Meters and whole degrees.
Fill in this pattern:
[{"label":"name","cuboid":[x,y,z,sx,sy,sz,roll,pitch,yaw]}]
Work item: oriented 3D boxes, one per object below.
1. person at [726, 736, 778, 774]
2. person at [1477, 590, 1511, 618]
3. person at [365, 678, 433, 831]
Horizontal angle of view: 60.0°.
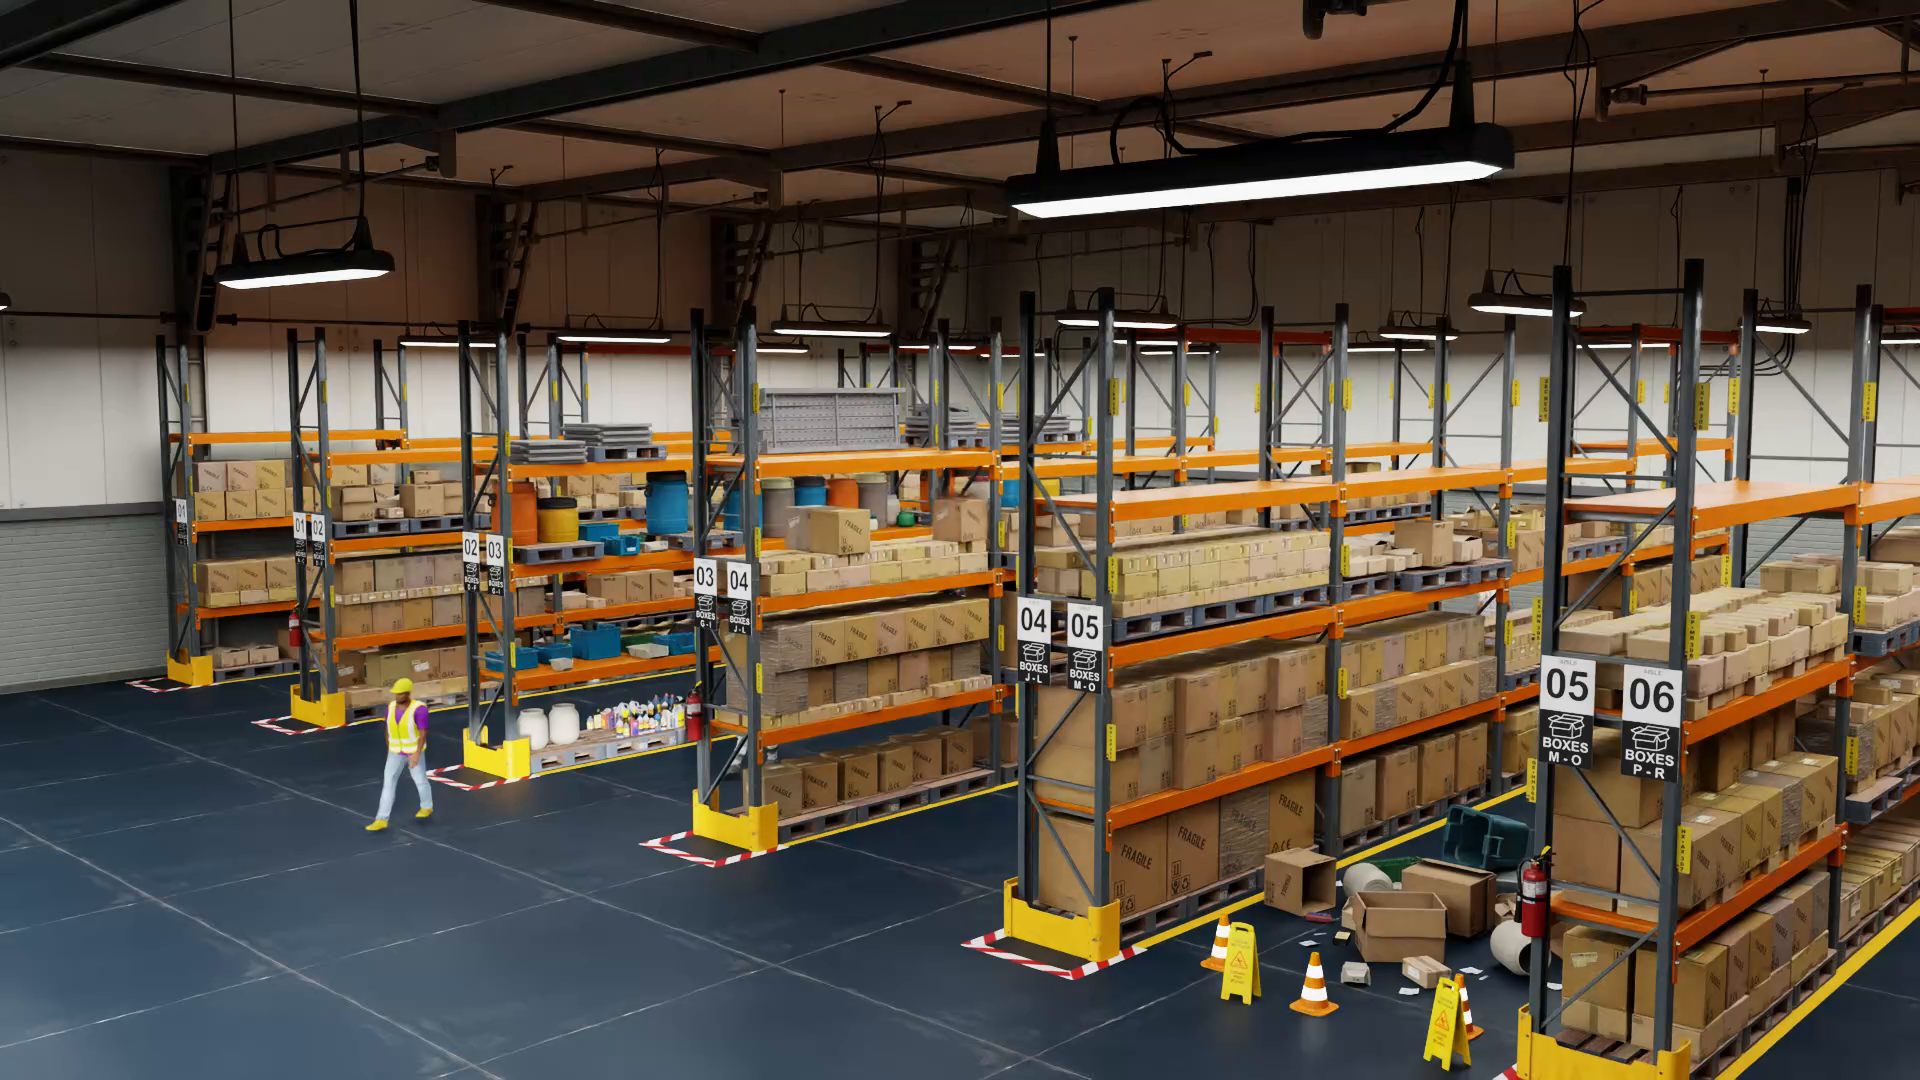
[{"label":"person","cuboid":[-2.715,2.203,22.005,0.559,1.731,1.040,1,6,14]},{"label":"person","cuboid":[9.722,1.461,30.217,0.589,1.798,0.453,-1,6,-15]},{"label":"person","cuboid":[-6.487,2.461,19.386,0.591,1.709,0.997,1,5,7]}]
